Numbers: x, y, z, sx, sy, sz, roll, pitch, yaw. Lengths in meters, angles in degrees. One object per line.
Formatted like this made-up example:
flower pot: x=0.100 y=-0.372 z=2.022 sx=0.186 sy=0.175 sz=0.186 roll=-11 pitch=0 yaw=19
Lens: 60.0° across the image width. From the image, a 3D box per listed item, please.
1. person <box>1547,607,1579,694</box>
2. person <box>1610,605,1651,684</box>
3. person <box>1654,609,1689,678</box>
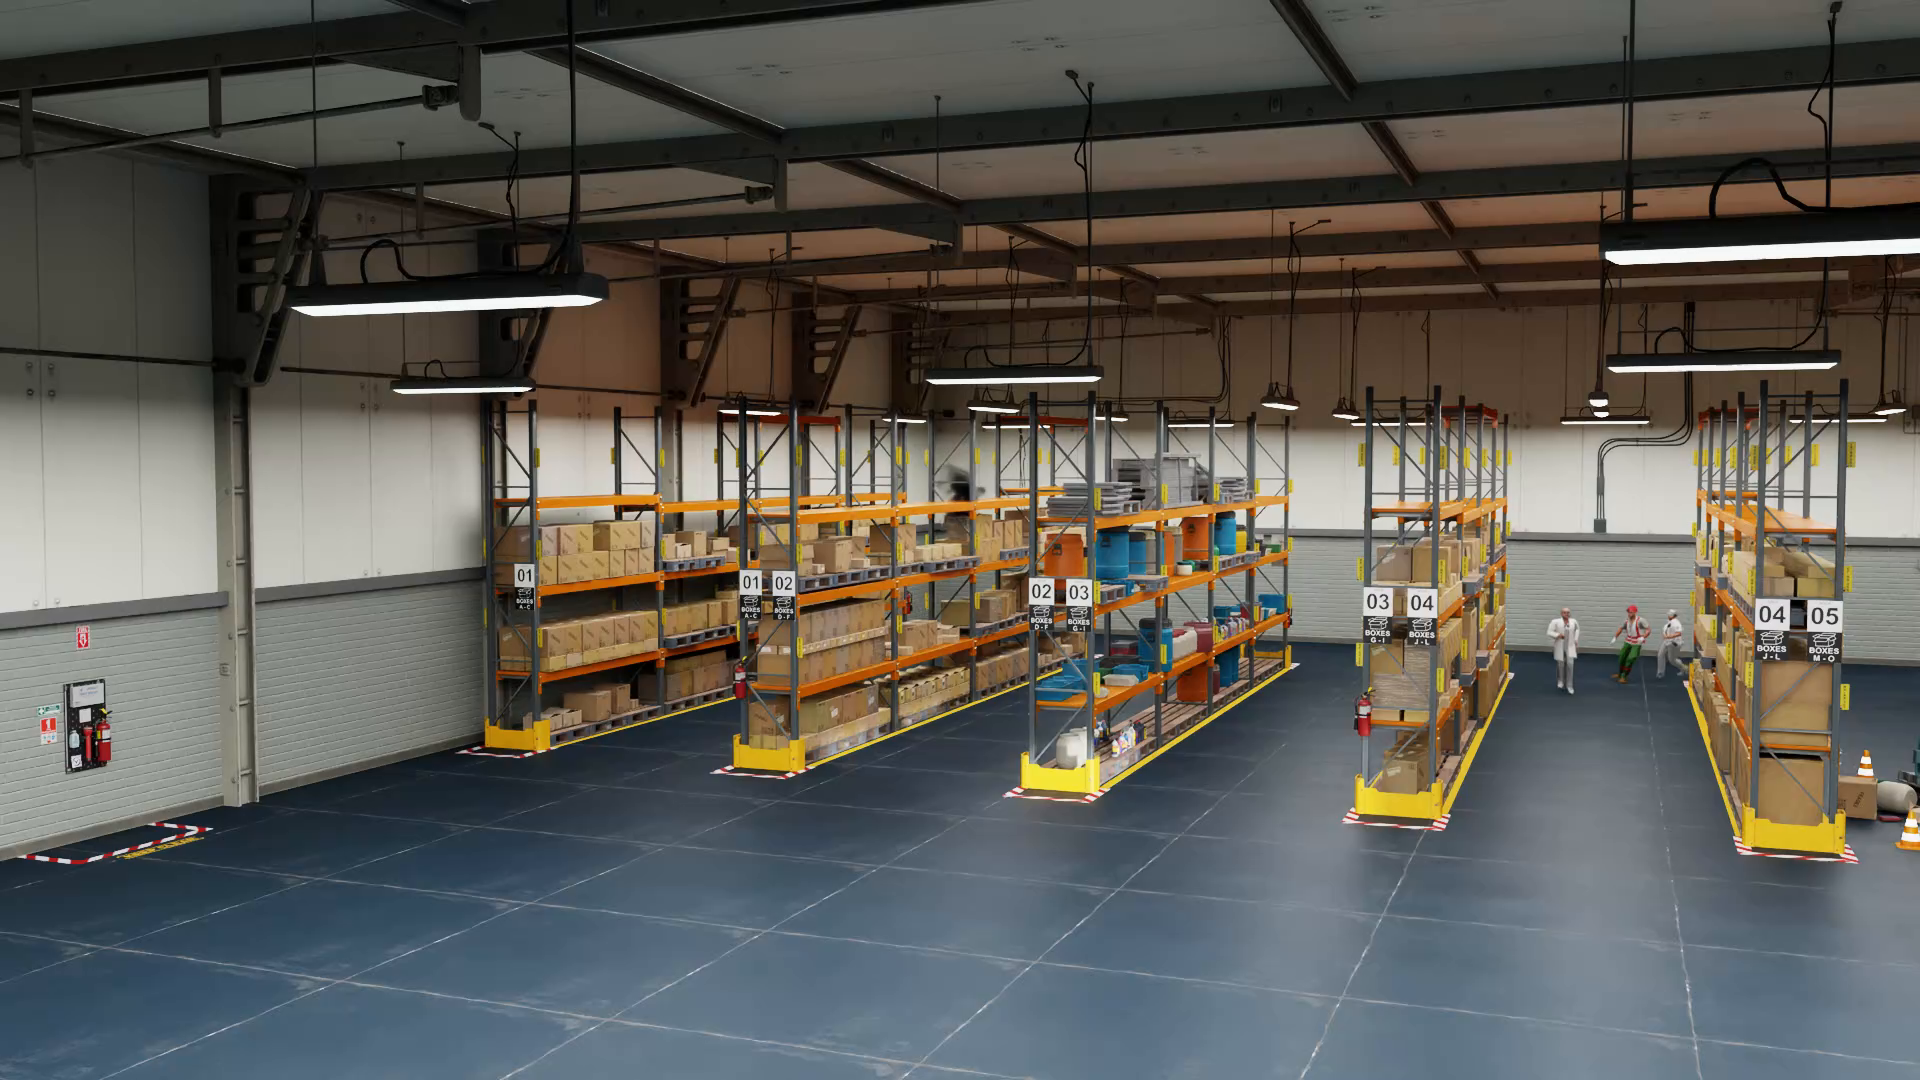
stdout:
person: x=12.947 y=2.355 z=35.683 sx=0.690 sy=1.829 sz=0.906 roll=1 pitch=3 yaw=13
person: x=14.872 y=2.311 z=37.042 sx=0.722 sy=1.730 sz=0.921 roll=-2 pitch=4 yaw=-37
person: x=16.193 y=2.377 z=37.681 sx=0.750 sy=1.658 sz=0.724 roll=0 pitch=3 yaw=2
